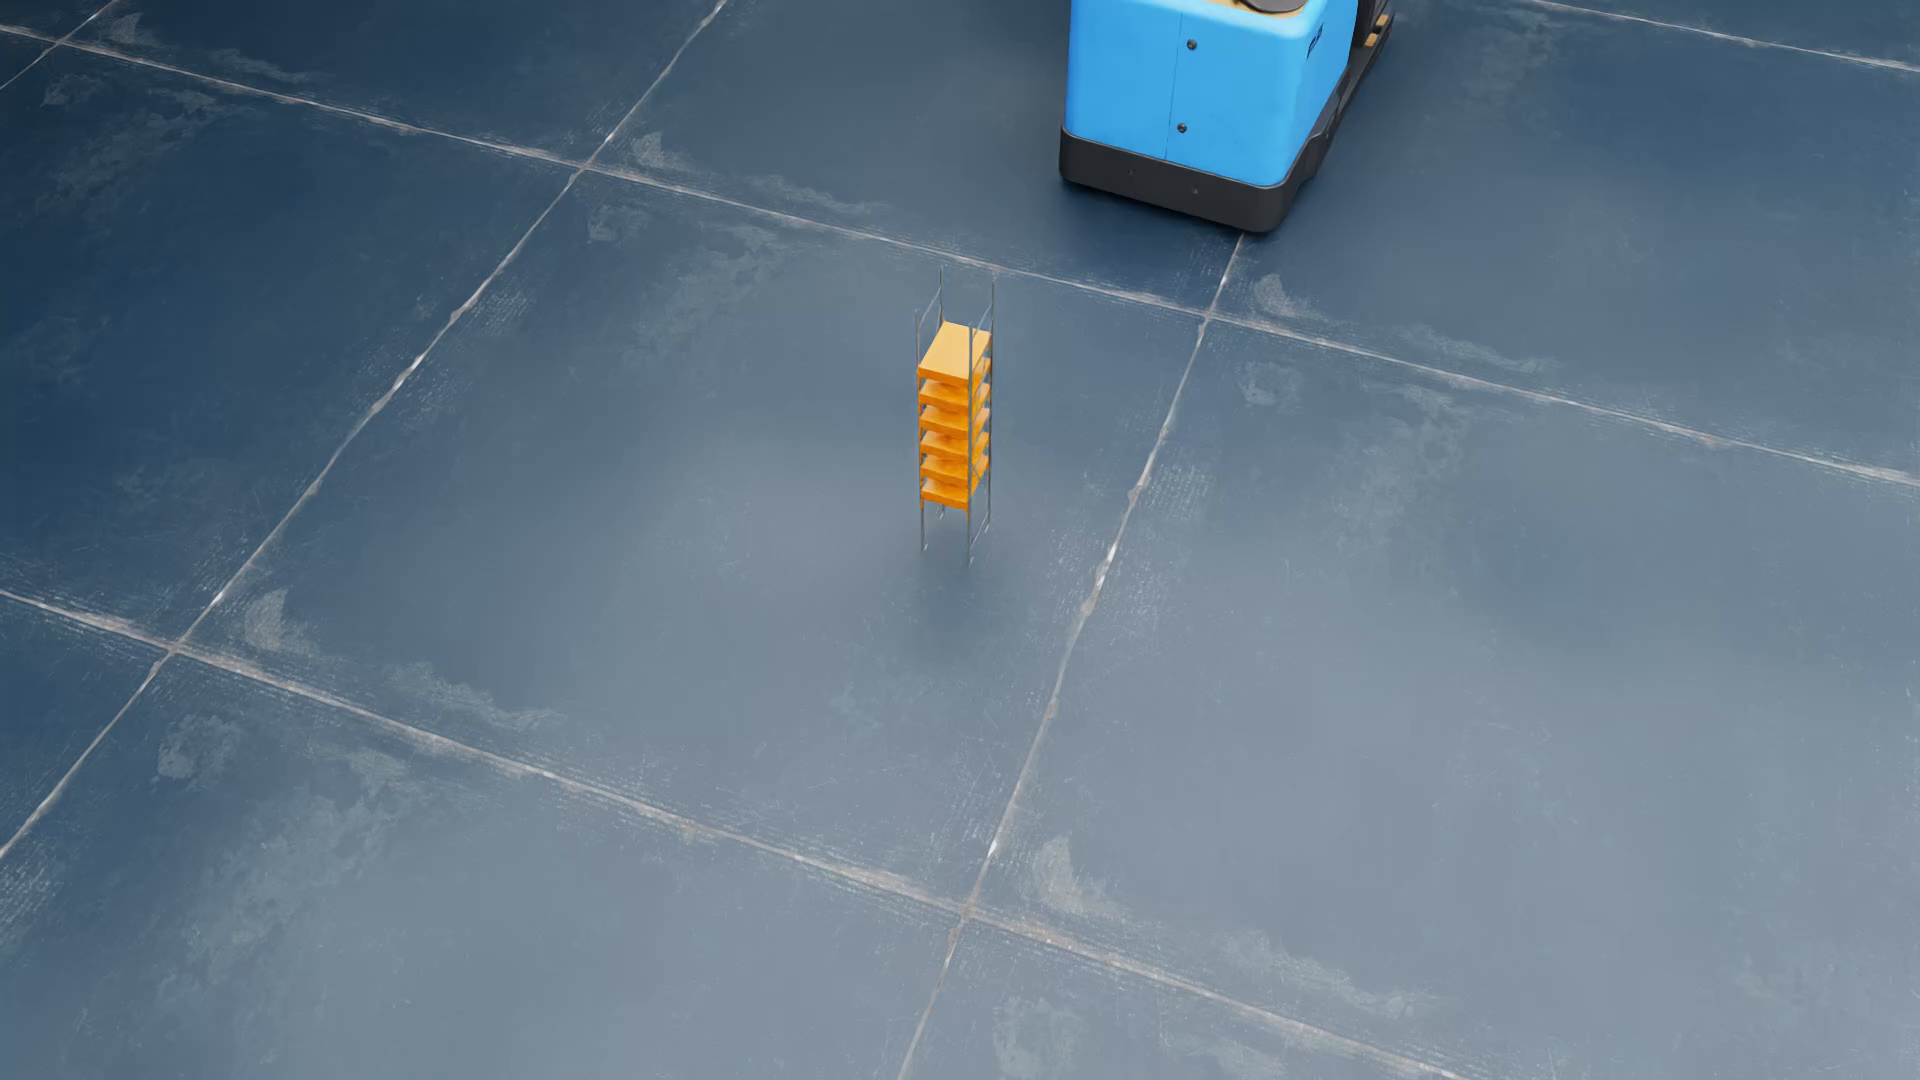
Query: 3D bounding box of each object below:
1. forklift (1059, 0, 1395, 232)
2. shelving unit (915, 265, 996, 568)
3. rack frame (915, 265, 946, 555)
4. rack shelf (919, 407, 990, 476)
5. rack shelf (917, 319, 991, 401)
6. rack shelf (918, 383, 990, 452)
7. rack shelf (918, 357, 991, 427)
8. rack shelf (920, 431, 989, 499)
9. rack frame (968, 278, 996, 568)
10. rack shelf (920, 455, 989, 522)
[{"bbox_3d":[1.534,-3.447,7.298,1.130,2.935,3.031,19,52,16],"label":"forklift"},{"bbox_3d":[-0.014,-0.397,5.800,0.189,1.200,0.258,16,51,13],"label":"shelving unit"},{"bbox_3d":[-0.099,-0.421,5.821,0.006,1.200,0.240,16,51,13],"label":"rack frame"},{"bbox_3d":[-0.014,-0.368,5.833,0.180,0.103,0.258,16,51,13],"label":"rack shelf"},{"bbox_3d":[-0.014,-0.603,5.561,0.180,0.103,0.258,16,51,13],"label":"rack shelf"},{"bbox_3d":[-0.014,-0.446,5.743,0.180,0.103,0.258,16,51,13],"label":"rack shelf"},{"bbox_3d":[-0.014,-0.525,5.652,0.180,0.103,0.258,16,51,13],"label":"rack shelf"},{"bbox_3d":[-0.014,-0.289,5.924,0.180,0.103,0.258,16,51,13],"label":"rack shelf"},{"bbox_3d":[0.072,-0.373,5.779,0.006,1.200,0.240,16,51,13],"label":"rack frame"},{"bbox_3d":[-0.014,-0.210,6.015,0.180,0.103,0.258,16,51,13],"label":"rack shelf"}]
